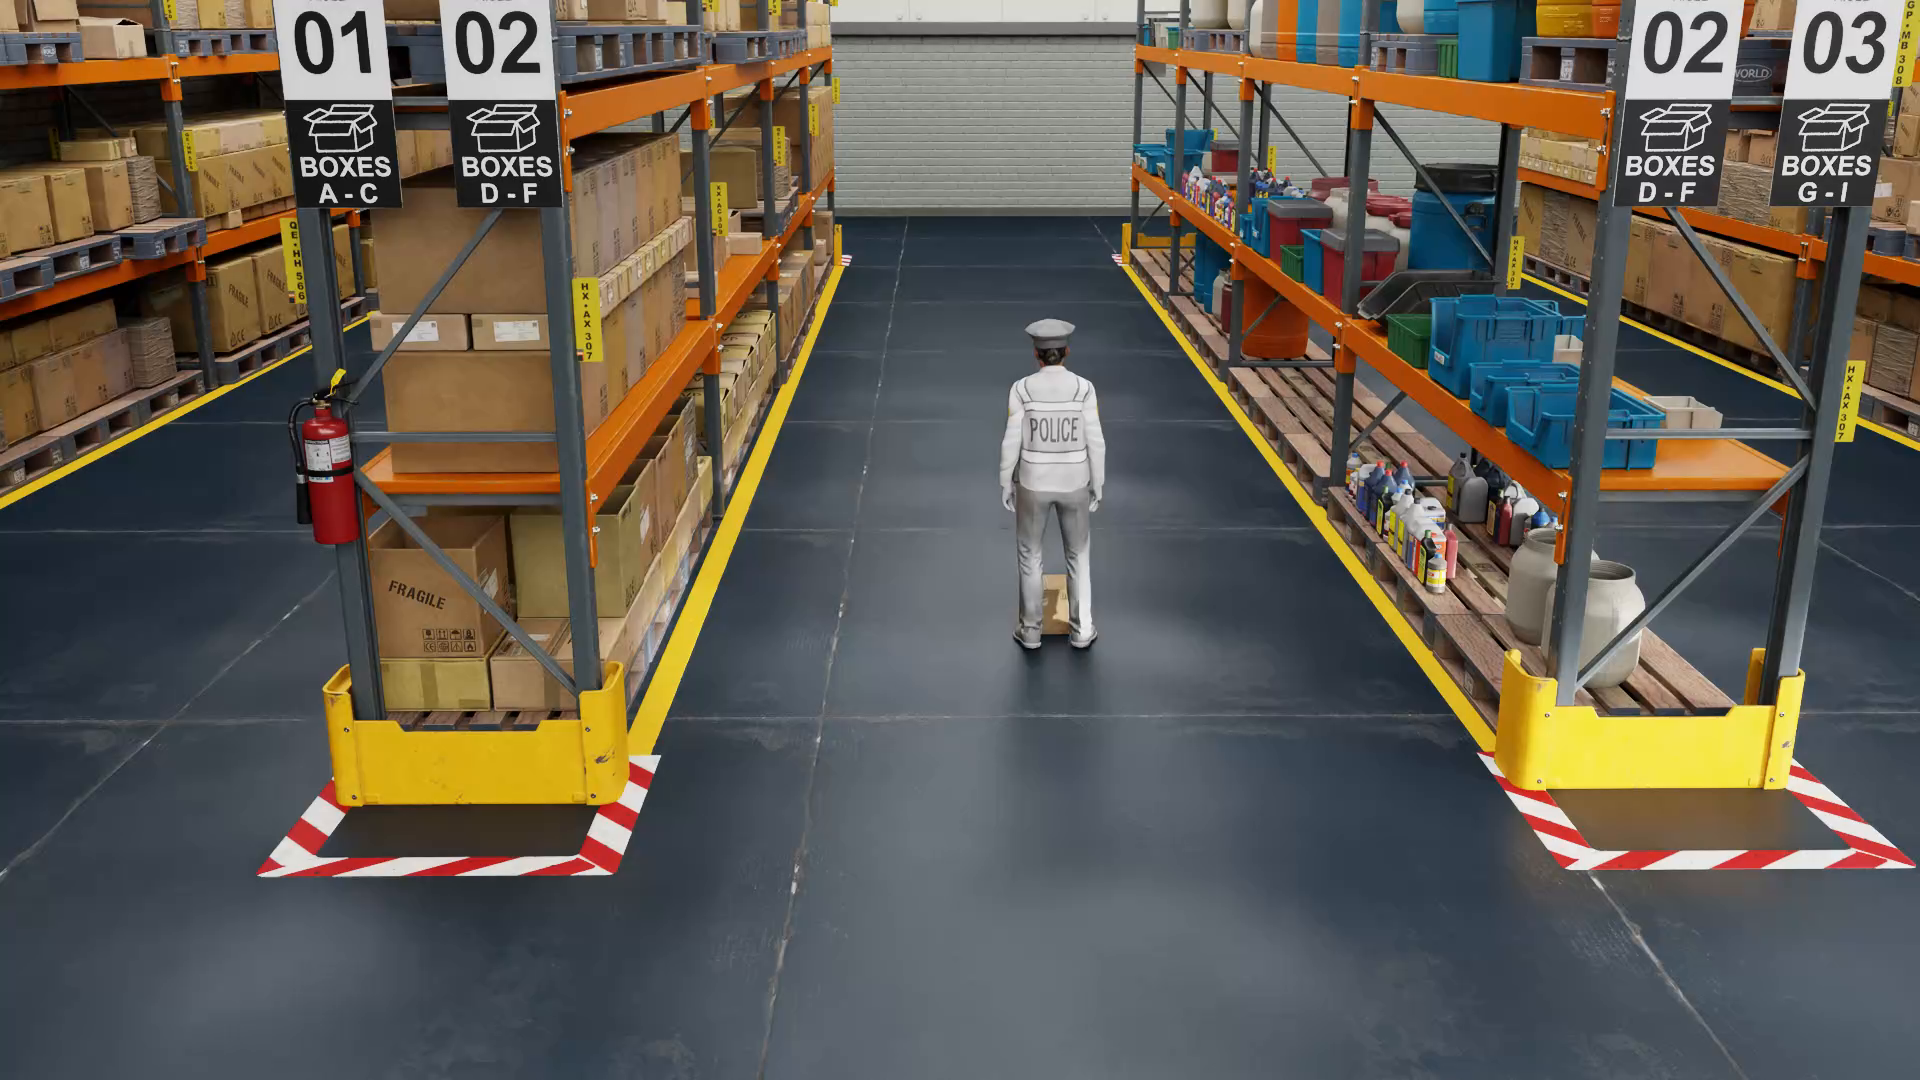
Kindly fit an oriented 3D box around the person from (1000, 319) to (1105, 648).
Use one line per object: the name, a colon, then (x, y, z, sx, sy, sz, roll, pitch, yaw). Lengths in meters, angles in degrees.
person: (0.464, -0.262, 8.383, 0.530, 1.663, 0.371, 0, 17, 0)
